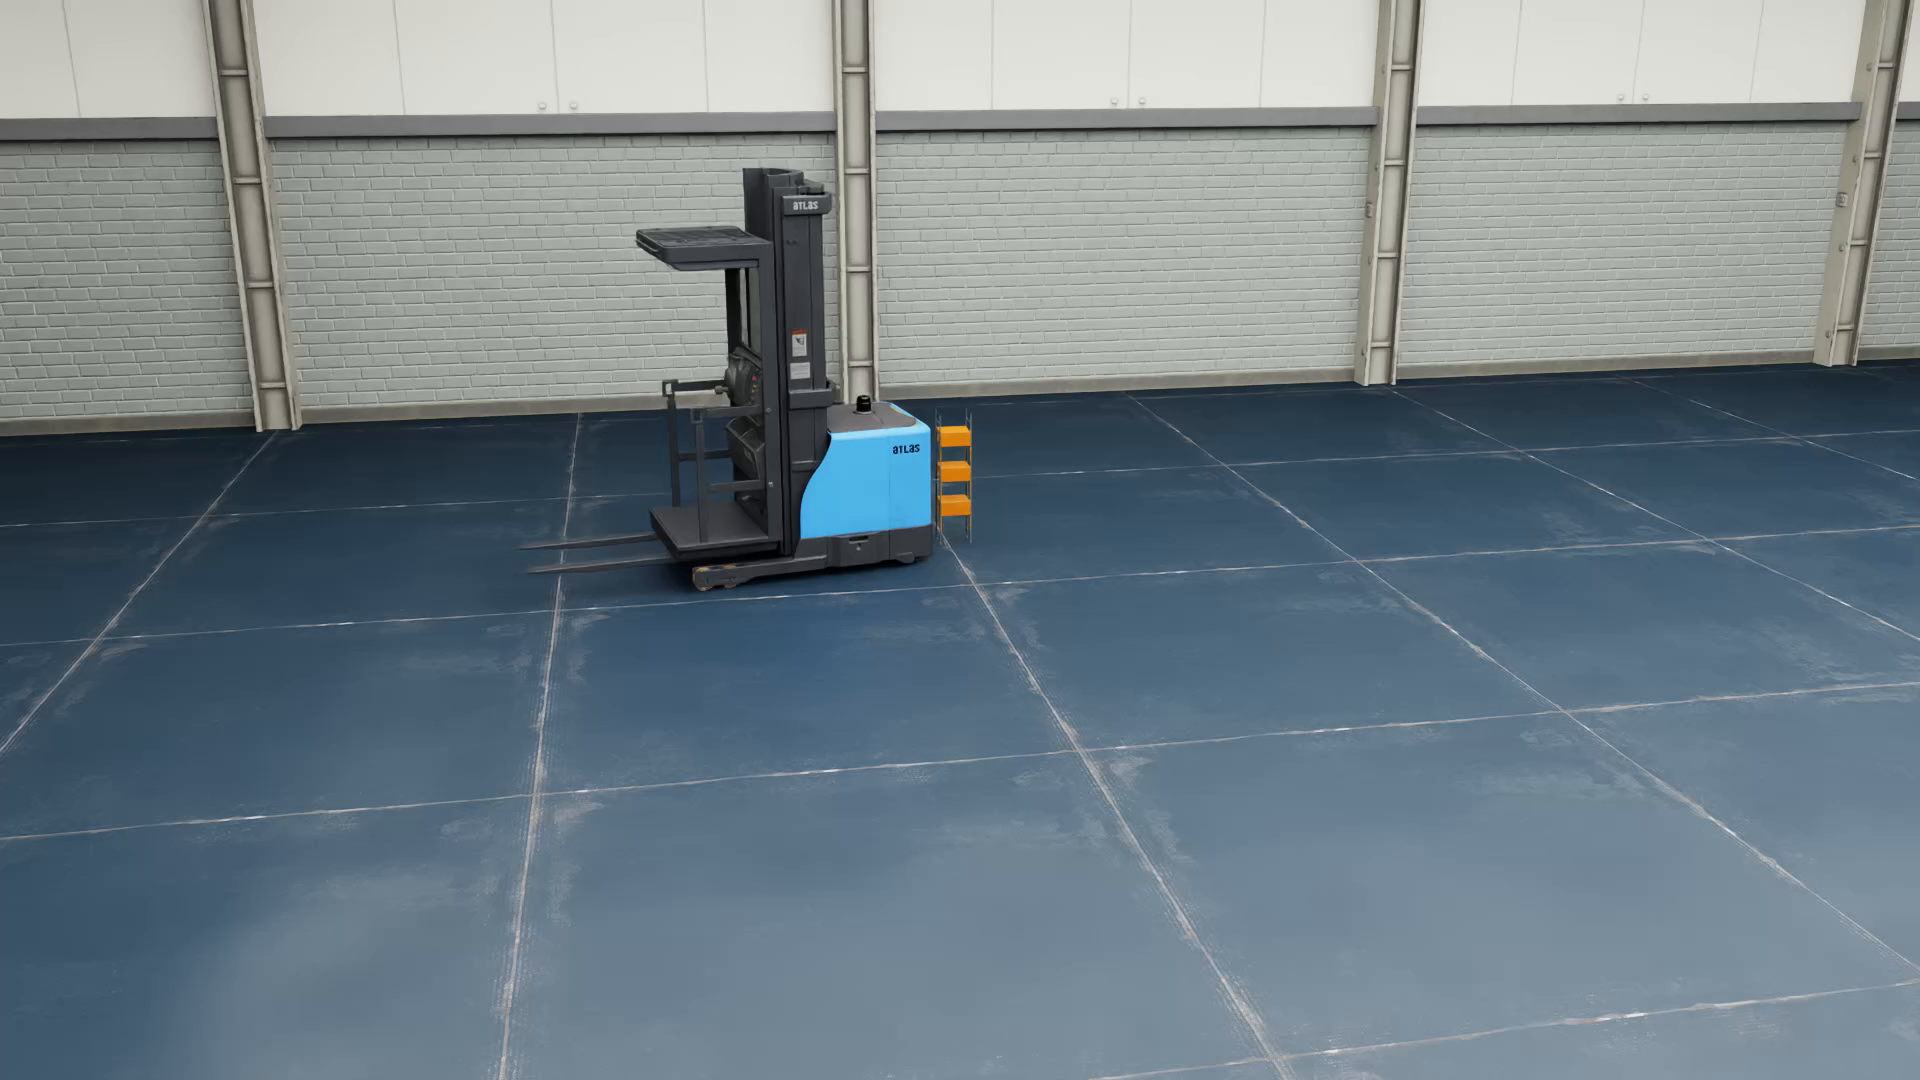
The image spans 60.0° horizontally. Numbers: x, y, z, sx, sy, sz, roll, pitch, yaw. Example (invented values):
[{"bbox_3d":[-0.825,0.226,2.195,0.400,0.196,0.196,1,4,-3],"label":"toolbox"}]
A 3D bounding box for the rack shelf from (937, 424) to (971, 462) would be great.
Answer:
[{"bbox_3d":[-0.053,-0.760,13.068,0.240,0.259,0.215,-3,17,-10],"label":"rack shelf"}]

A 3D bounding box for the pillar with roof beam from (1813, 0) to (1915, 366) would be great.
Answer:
[{"bbox_3d":[11.504,-5.220,14.979,0.400,9.000,9.100,-3,17,-10],"label":"pillar with roof beam"}]

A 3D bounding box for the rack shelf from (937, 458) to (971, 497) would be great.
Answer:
[{"bbox_3d":[-0.053,-0.489,13.151,0.240,0.259,0.215,-3,17,-10],"label":"rack shelf"}]

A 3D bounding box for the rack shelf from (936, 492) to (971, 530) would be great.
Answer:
[{"bbox_3d":[-0.053,-0.223,13.233,0.240,0.259,0.215,-3,17,-10],"label":"rack shelf"}]

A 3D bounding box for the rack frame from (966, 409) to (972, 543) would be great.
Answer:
[{"bbox_3d":[0.067,-0.506,13.170,0.008,1.050,0.200,-3,17,-10],"label":"rack frame"}]

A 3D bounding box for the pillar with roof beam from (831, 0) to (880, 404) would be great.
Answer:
[{"bbox_3d":[-0.278,-4.551,12.803,0.400,9.000,9.100,-3,17,-10],"label":"pillar with roof beam"}]

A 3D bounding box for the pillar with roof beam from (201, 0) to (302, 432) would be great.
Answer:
[{"bbox_3d":[-6.169,-4.217,11.715,0.400,9.000,9.100,-3,17,-10],"label":"pillar with roof beam"}]

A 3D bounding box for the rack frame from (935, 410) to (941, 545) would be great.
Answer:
[{"bbox_3d":[-0.172,-0.492,13.126,0.008,1.050,0.200,-3,17,-10],"label":"rack frame"}]

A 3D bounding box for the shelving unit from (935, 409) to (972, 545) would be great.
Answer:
[{"bbox_3d":[-0.053,-0.499,13.148,0.252,1.050,0.215,-3,17,-10],"label":"shelving unit"}]

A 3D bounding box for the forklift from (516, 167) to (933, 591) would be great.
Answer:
[{"bbox_3d":[-1.779,-1.207,12.251,3.031,2.935,1.130,-6,18,-20],"label":"forklift"}]

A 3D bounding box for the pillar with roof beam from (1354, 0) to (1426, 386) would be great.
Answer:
[{"bbox_3d":[5.613,-4.885,13.891,0.400,9.000,9.100,-3,17,-10],"label":"pillar with roof beam"}]
